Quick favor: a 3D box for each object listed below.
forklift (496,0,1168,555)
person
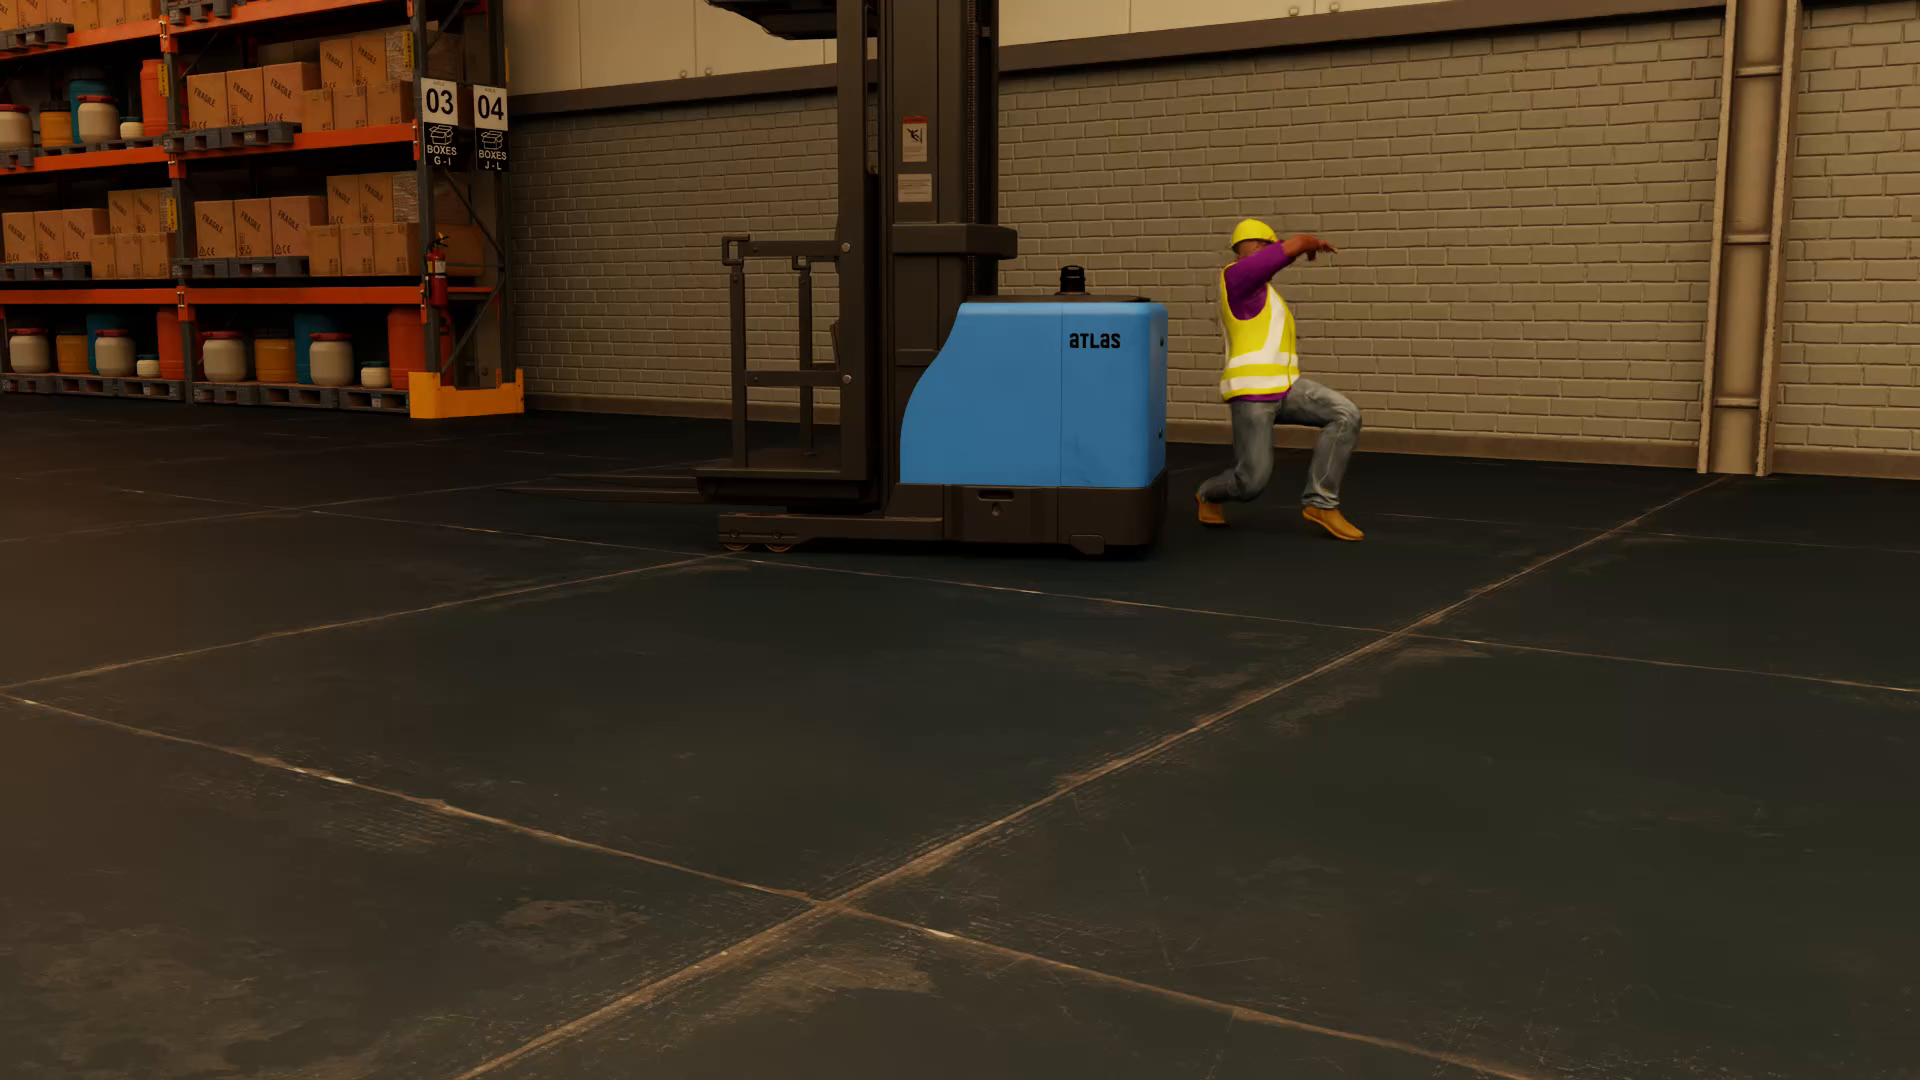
[{"bbox_3d":[-0.596,-1.469,7.520,3.031,2.935,1.130,2,8,12],"label":"forklift"},{"bbox_3d":[1.637,-0.788,7.953,0.968,1.474,0.998,8,11,43],"label":"person"}]
